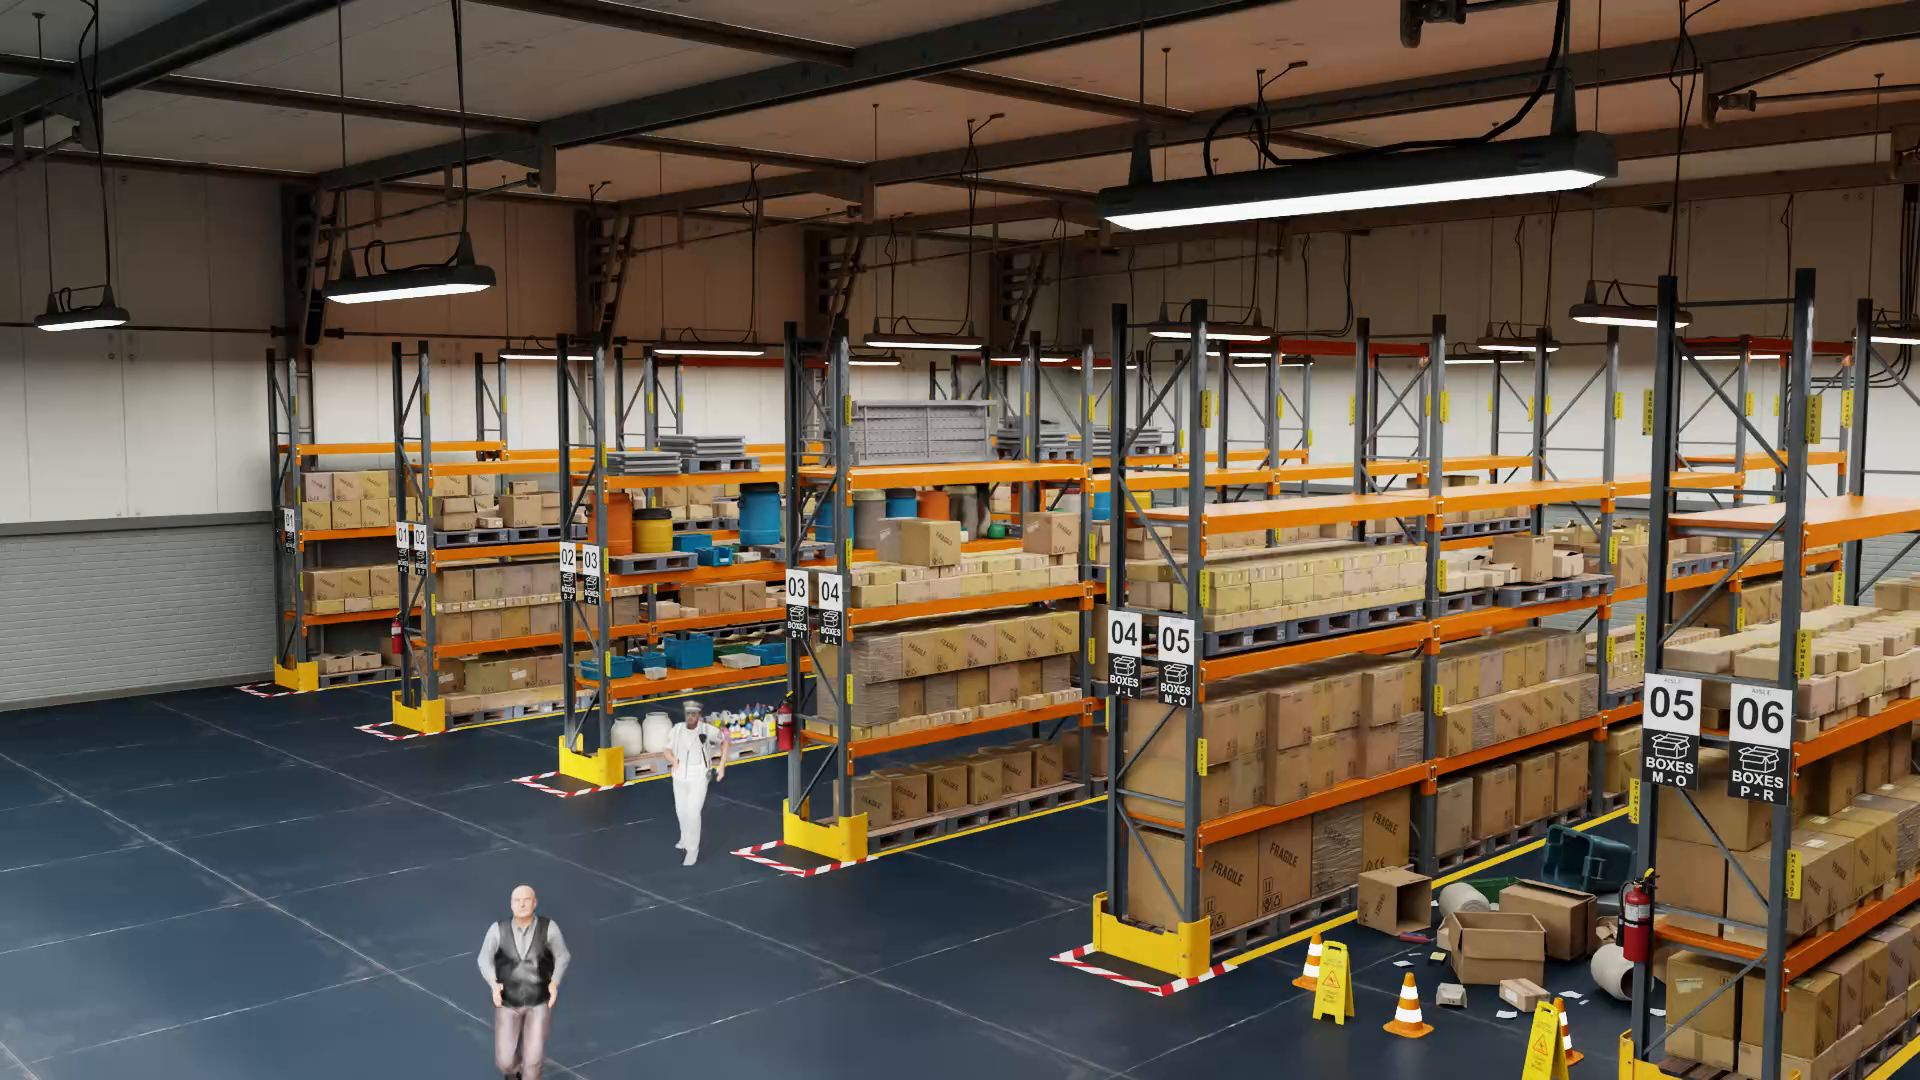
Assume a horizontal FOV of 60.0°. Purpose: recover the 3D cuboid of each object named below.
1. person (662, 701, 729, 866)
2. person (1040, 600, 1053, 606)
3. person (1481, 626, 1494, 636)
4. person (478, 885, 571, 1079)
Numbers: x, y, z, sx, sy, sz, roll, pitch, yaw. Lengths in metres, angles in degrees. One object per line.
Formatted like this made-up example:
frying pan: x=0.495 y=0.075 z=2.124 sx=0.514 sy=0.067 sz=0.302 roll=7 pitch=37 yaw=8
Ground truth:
person: x=-2.973 y=2.696 z=18.597 sx=0.696 sy=1.858 sz=0.763 roll=1 pitch=5 yaw=9
person: x=1.709 y=1.445 z=32.640 sx=0.694 sy=1.788 sz=0.957 roll=4 pitch=6 yaw=36
person: x=8.070 y=2.119 z=25.518 sx=0.661 sy=1.673 sz=0.628 roll=4 pitch=6 yaw=39
person: x=-3.117 y=3.296 z=11.924 sx=0.649 sy=1.677 sz=0.576 roll=-1 pitch=5 yaw=-13
